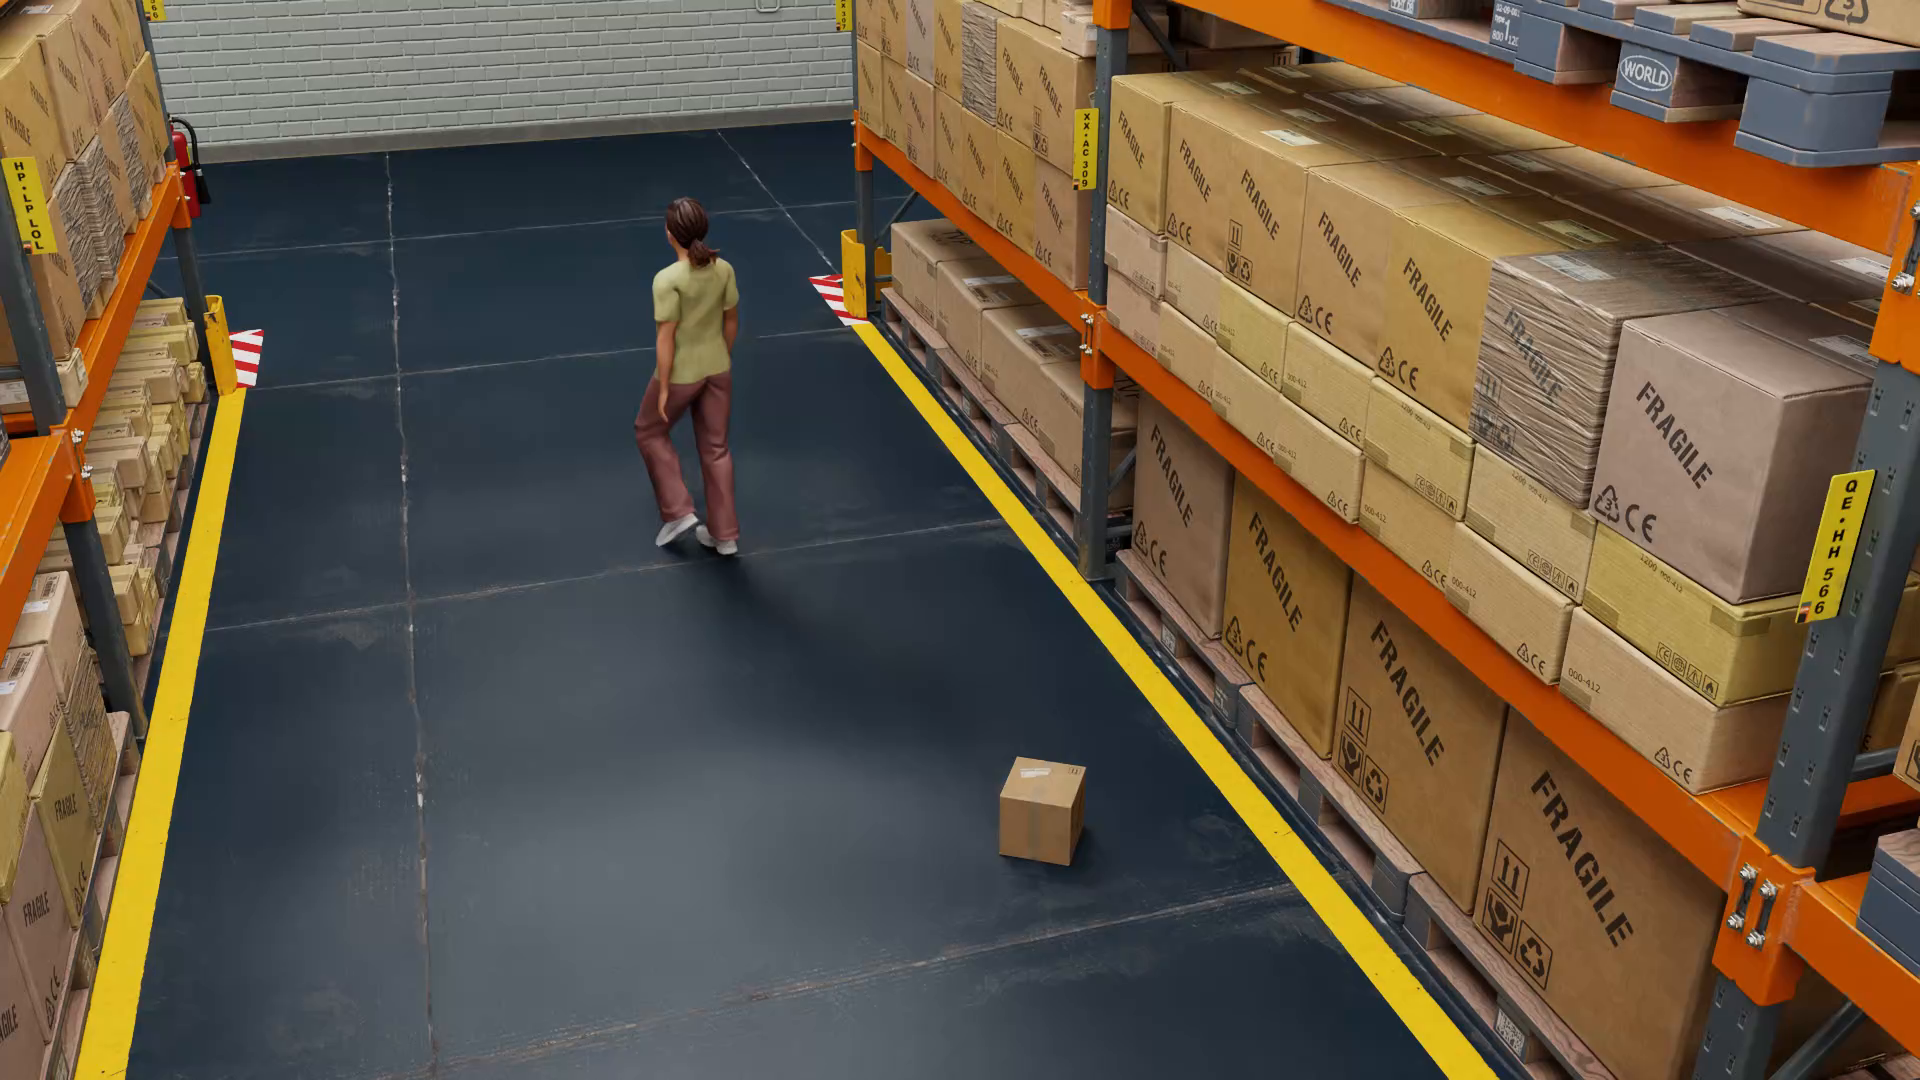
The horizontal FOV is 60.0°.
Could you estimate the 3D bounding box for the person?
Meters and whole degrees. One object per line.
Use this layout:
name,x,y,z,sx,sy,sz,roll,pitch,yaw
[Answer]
person,-1.220,-0.720,7.572,0.479,1.720,0.511,-20,33,-34
